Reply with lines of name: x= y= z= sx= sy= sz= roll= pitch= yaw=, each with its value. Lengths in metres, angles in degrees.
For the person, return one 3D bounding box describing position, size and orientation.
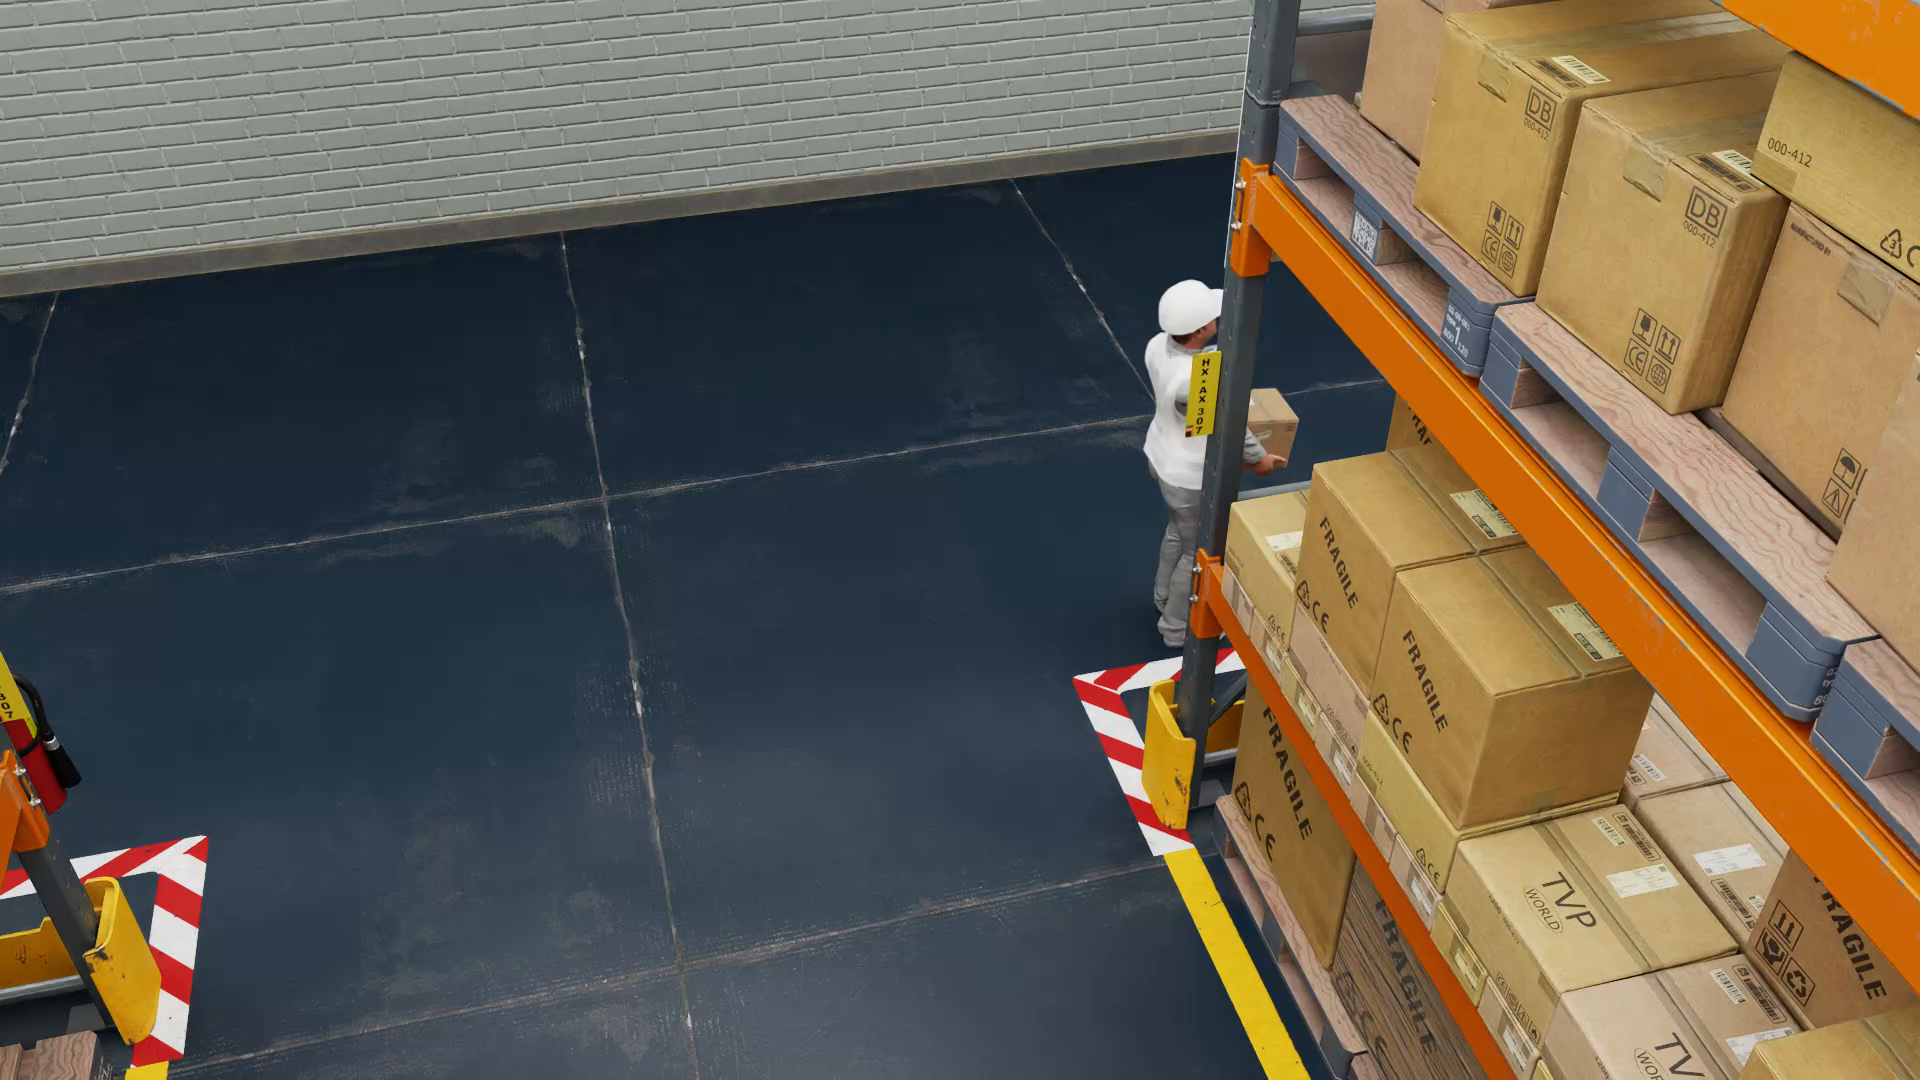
person: x=1.070 y=-0.344 z=7.142 sx=0.563 sy=1.762 sz=0.494 roll=-9 pitch=39 yaw=-11
